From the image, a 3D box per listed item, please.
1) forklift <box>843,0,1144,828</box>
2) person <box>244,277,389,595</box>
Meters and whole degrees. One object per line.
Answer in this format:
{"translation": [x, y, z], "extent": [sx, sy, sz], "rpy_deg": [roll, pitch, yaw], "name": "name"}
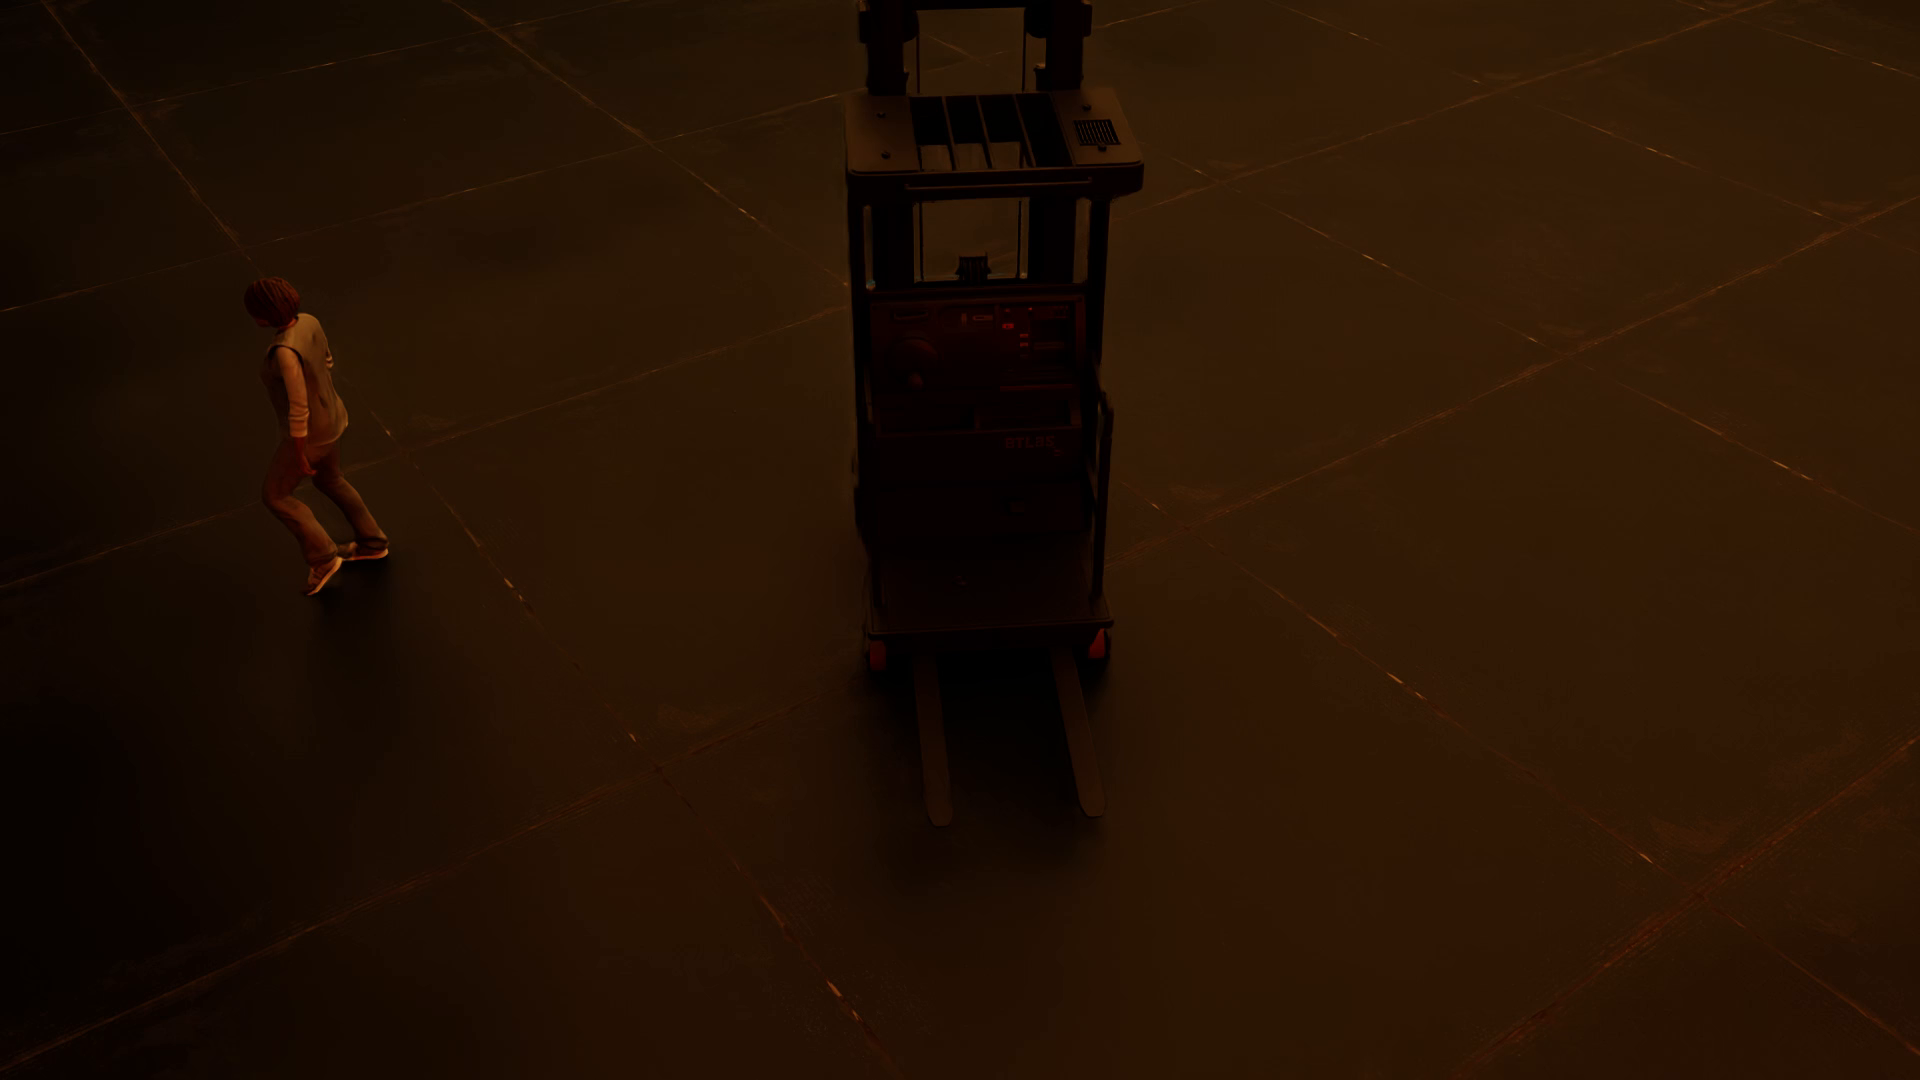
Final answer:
{"translation": [0.099, -0.788, 7.011], "extent": [1.130, 2.935, 3.031], "rpy_deg": [-3, 37, -4], "name": "forklift"}
{"translation": [-3.057, -0.500, 7.786], "extent": [0.458, 1.606, 0.512], "rpy_deg": [-2, 37, -2], "name": "person"}
